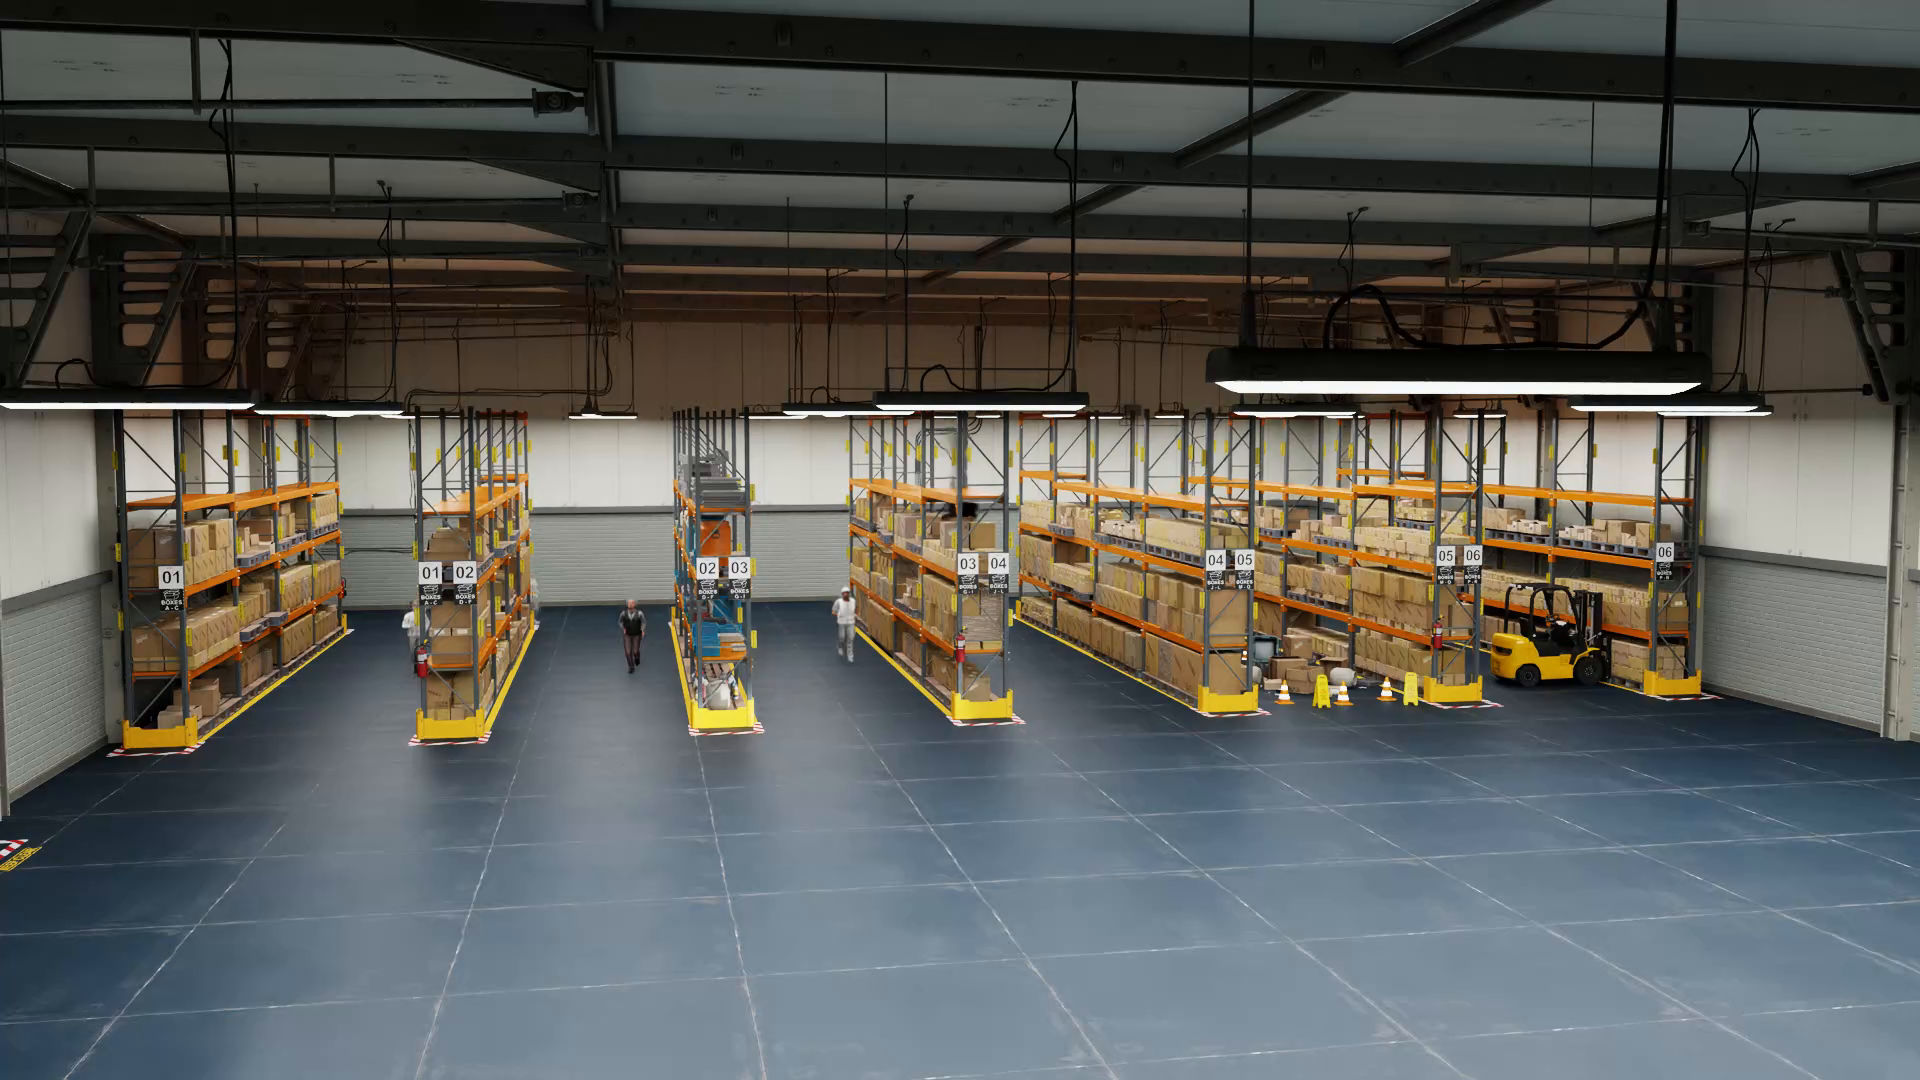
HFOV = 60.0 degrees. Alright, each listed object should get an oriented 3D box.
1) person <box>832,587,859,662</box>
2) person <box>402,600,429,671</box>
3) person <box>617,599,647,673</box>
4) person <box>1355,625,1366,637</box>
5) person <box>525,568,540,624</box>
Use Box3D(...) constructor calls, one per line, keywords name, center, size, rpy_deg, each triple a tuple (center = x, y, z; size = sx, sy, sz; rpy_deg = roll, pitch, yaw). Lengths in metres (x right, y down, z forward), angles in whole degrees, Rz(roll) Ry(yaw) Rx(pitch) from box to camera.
Box3D(name="person", center=(-2.703, 1.995, 39.569), size=(0.687, 1.759, 1.006), rpy_deg=(-1, 4, -16))
Box3D(name="person", center=(-12.262, 2.191, 37.493), size=(0.606, 1.717, 0.874), rpy_deg=(-2, 4, -21))
Box3D(name="person", center=(-7.498, 2.191, 38.016), size=(0.661, 1.682, 0.582), rpy_deg=(0, 4, -6))
Box3D(name="person", center=(10.206, 1.945, 42.114), size=(0.531, 1.579, 0.869), rpy_deg=(0, 4, -7))
Box3D(name="person", center=(-12.160, 1.594, 46.912), size=(0.573, 1.610, 0.661), rpy_deg=(0, 4, 4))
